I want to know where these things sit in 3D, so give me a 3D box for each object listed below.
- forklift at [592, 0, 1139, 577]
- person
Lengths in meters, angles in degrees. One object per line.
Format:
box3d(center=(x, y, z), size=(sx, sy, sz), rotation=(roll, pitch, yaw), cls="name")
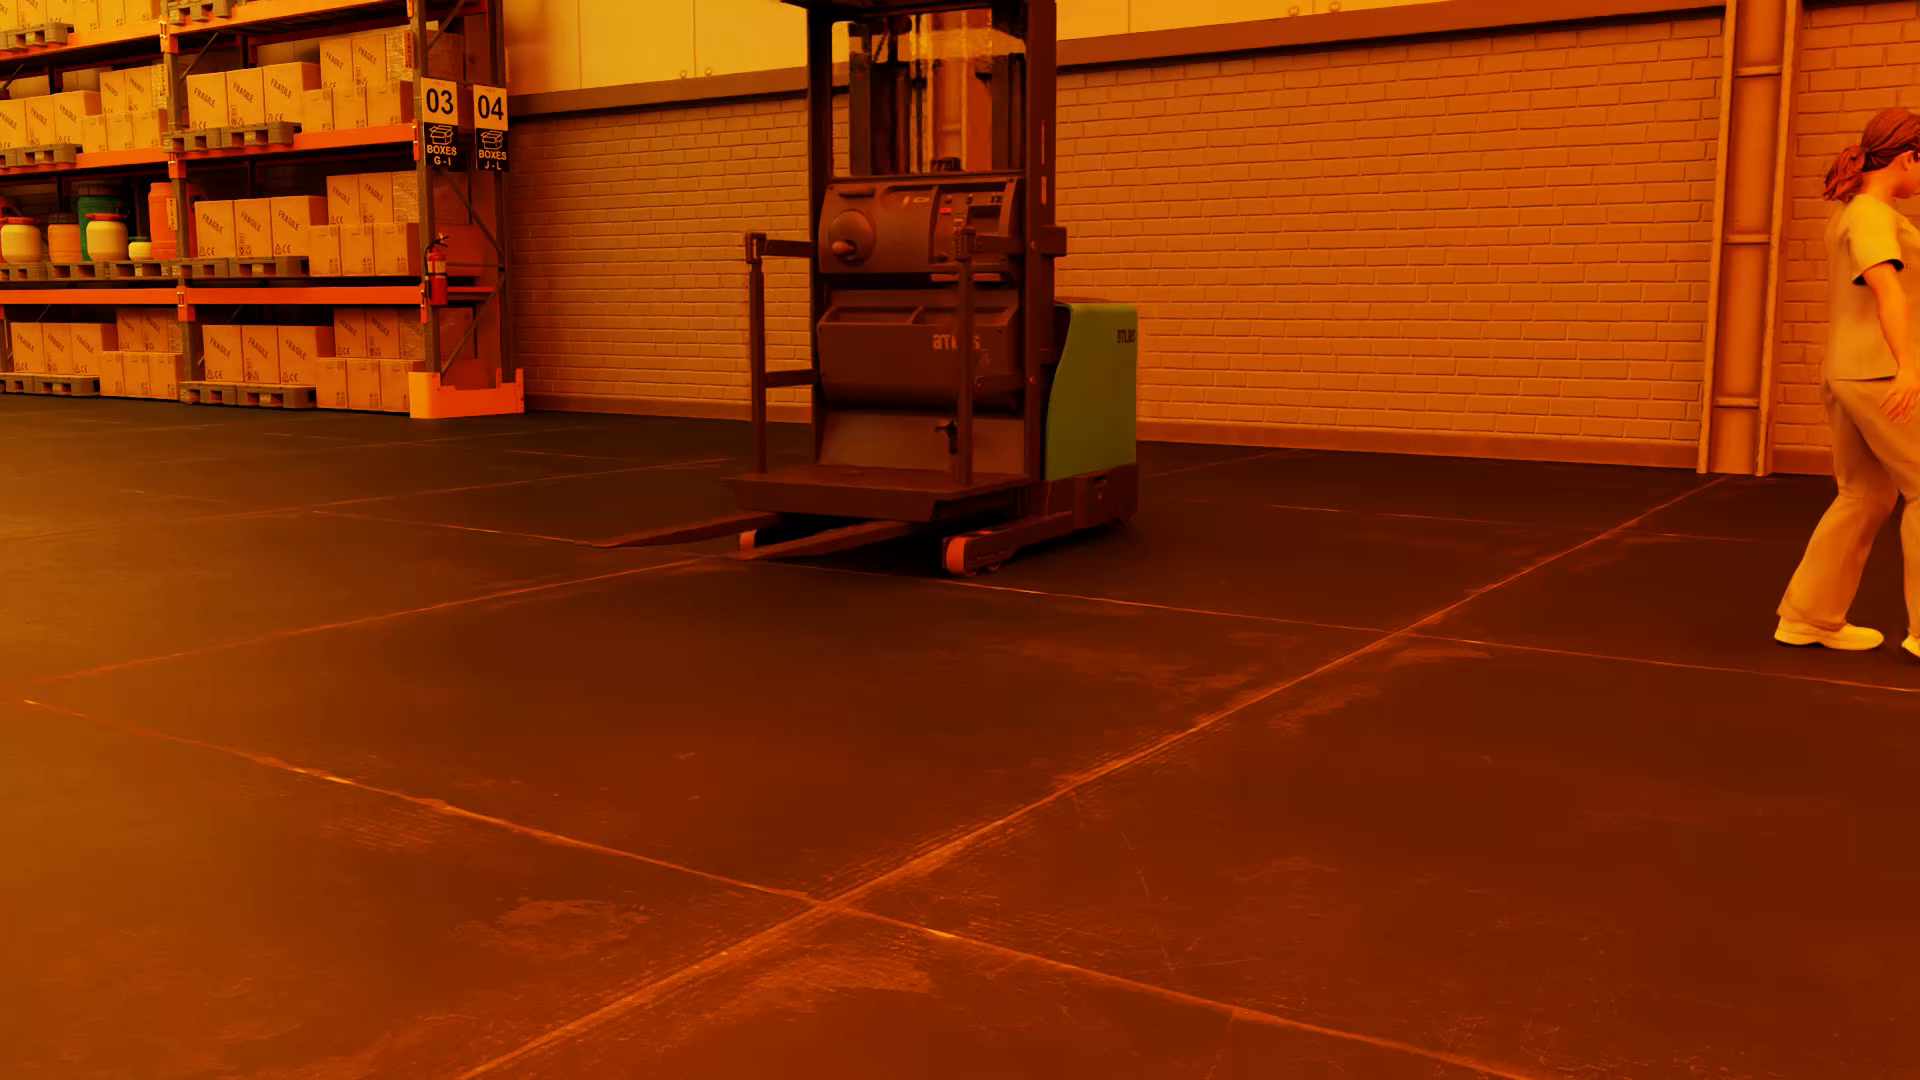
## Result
box3d(center=(-0.286, -1.375, 6.861), size=(1.130, 2.935, 3.031), rotation=(4, 9, 28), cls="forklift")
box3d(center=(2.865, -0.443, 5.013), size=(0.630, 1.690, 0.884), rotation=(3, 9, 19), cls="person")
